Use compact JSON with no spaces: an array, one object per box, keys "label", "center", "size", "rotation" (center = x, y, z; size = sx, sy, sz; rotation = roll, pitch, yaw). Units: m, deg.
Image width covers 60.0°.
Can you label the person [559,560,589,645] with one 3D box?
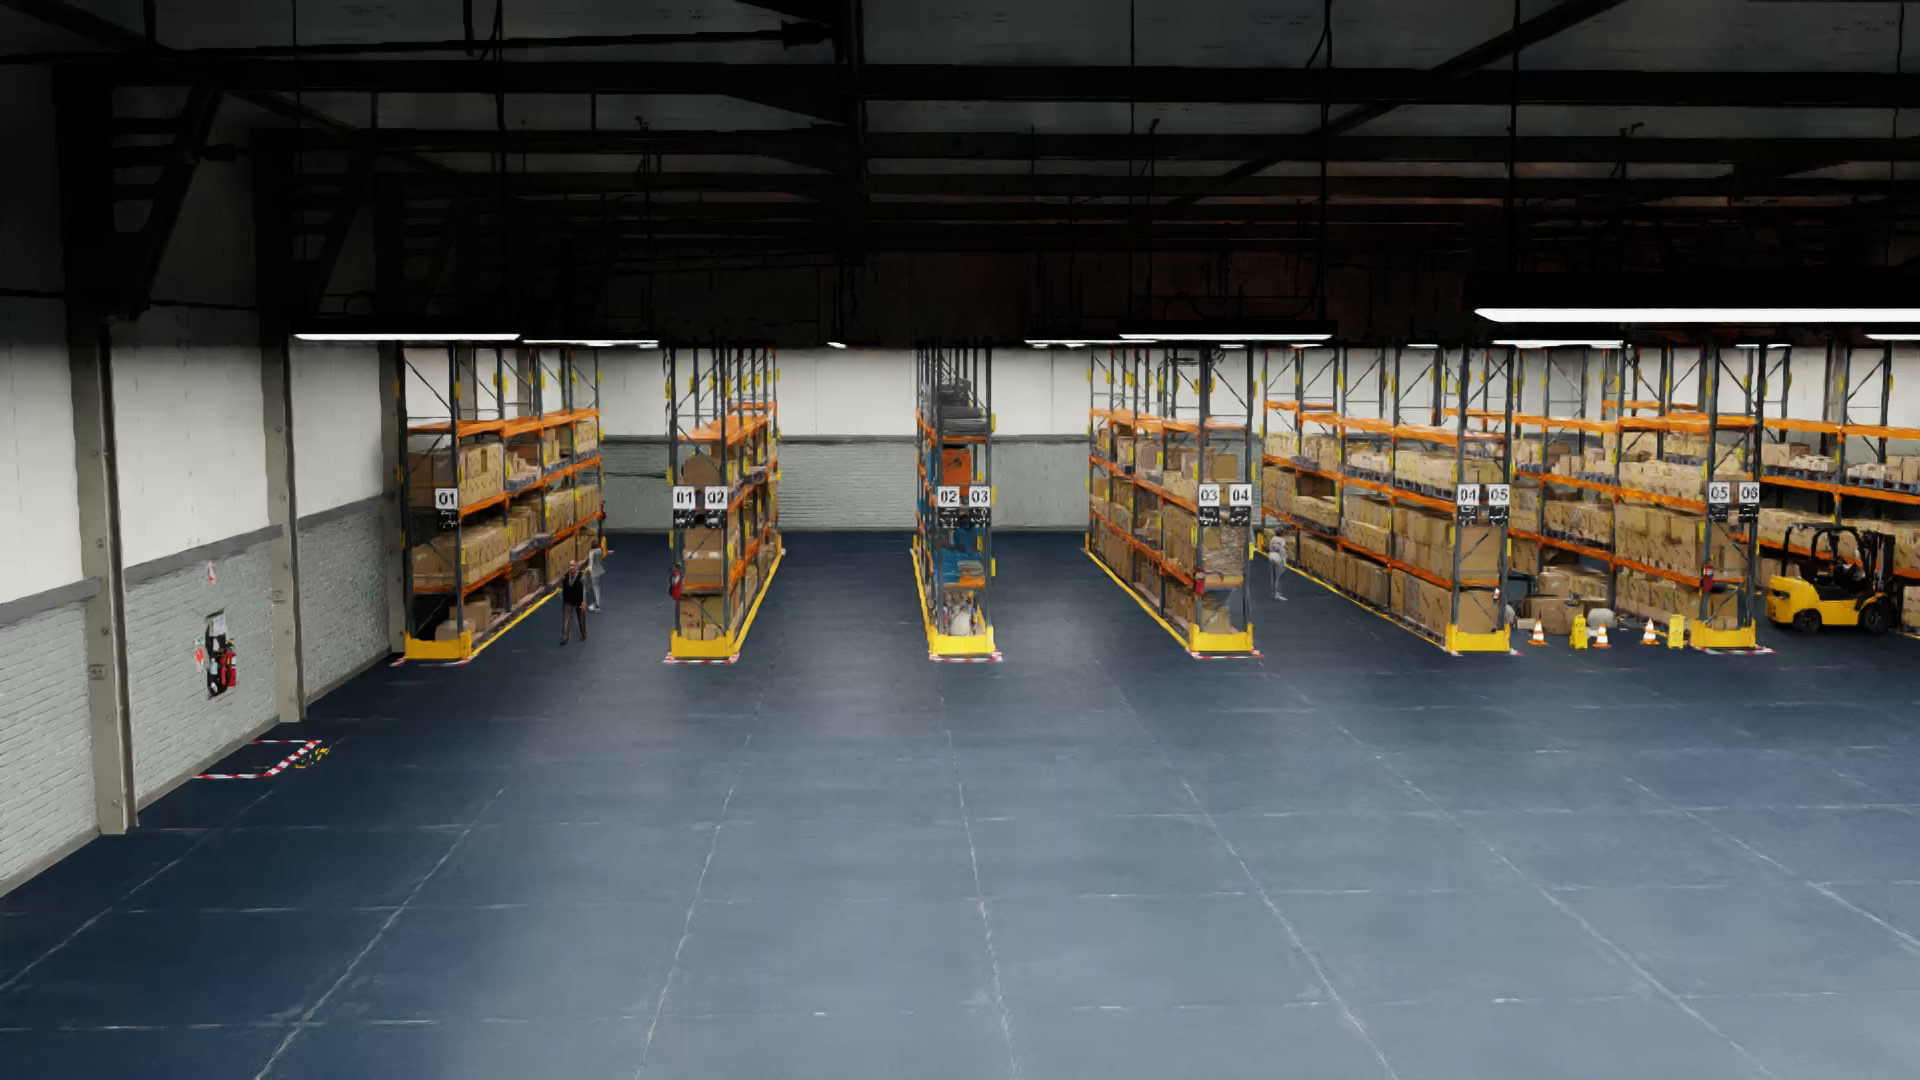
[{"label":"person","center":[-7.520,1.201,32.445],"size":[0.556,1.646,1.083],"rotation":[0,6,0]}]

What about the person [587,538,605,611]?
[{"label":"person","center":[-8.056,0.757,36.671],"size":[0.454,1.599,0.467],"rotation":[3,7,26]}]

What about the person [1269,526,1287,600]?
[{"label":"person","center":[7.372,0.515,38.417],"size":[0.431,1.684,0.555],"rotation":[-4,8,-32]}]

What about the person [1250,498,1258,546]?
[{"label":"person","center":[8.443,-0.696,48.962],"size":[0.569,1.748,0.657],"rotation":[-4,8,-31]}]
